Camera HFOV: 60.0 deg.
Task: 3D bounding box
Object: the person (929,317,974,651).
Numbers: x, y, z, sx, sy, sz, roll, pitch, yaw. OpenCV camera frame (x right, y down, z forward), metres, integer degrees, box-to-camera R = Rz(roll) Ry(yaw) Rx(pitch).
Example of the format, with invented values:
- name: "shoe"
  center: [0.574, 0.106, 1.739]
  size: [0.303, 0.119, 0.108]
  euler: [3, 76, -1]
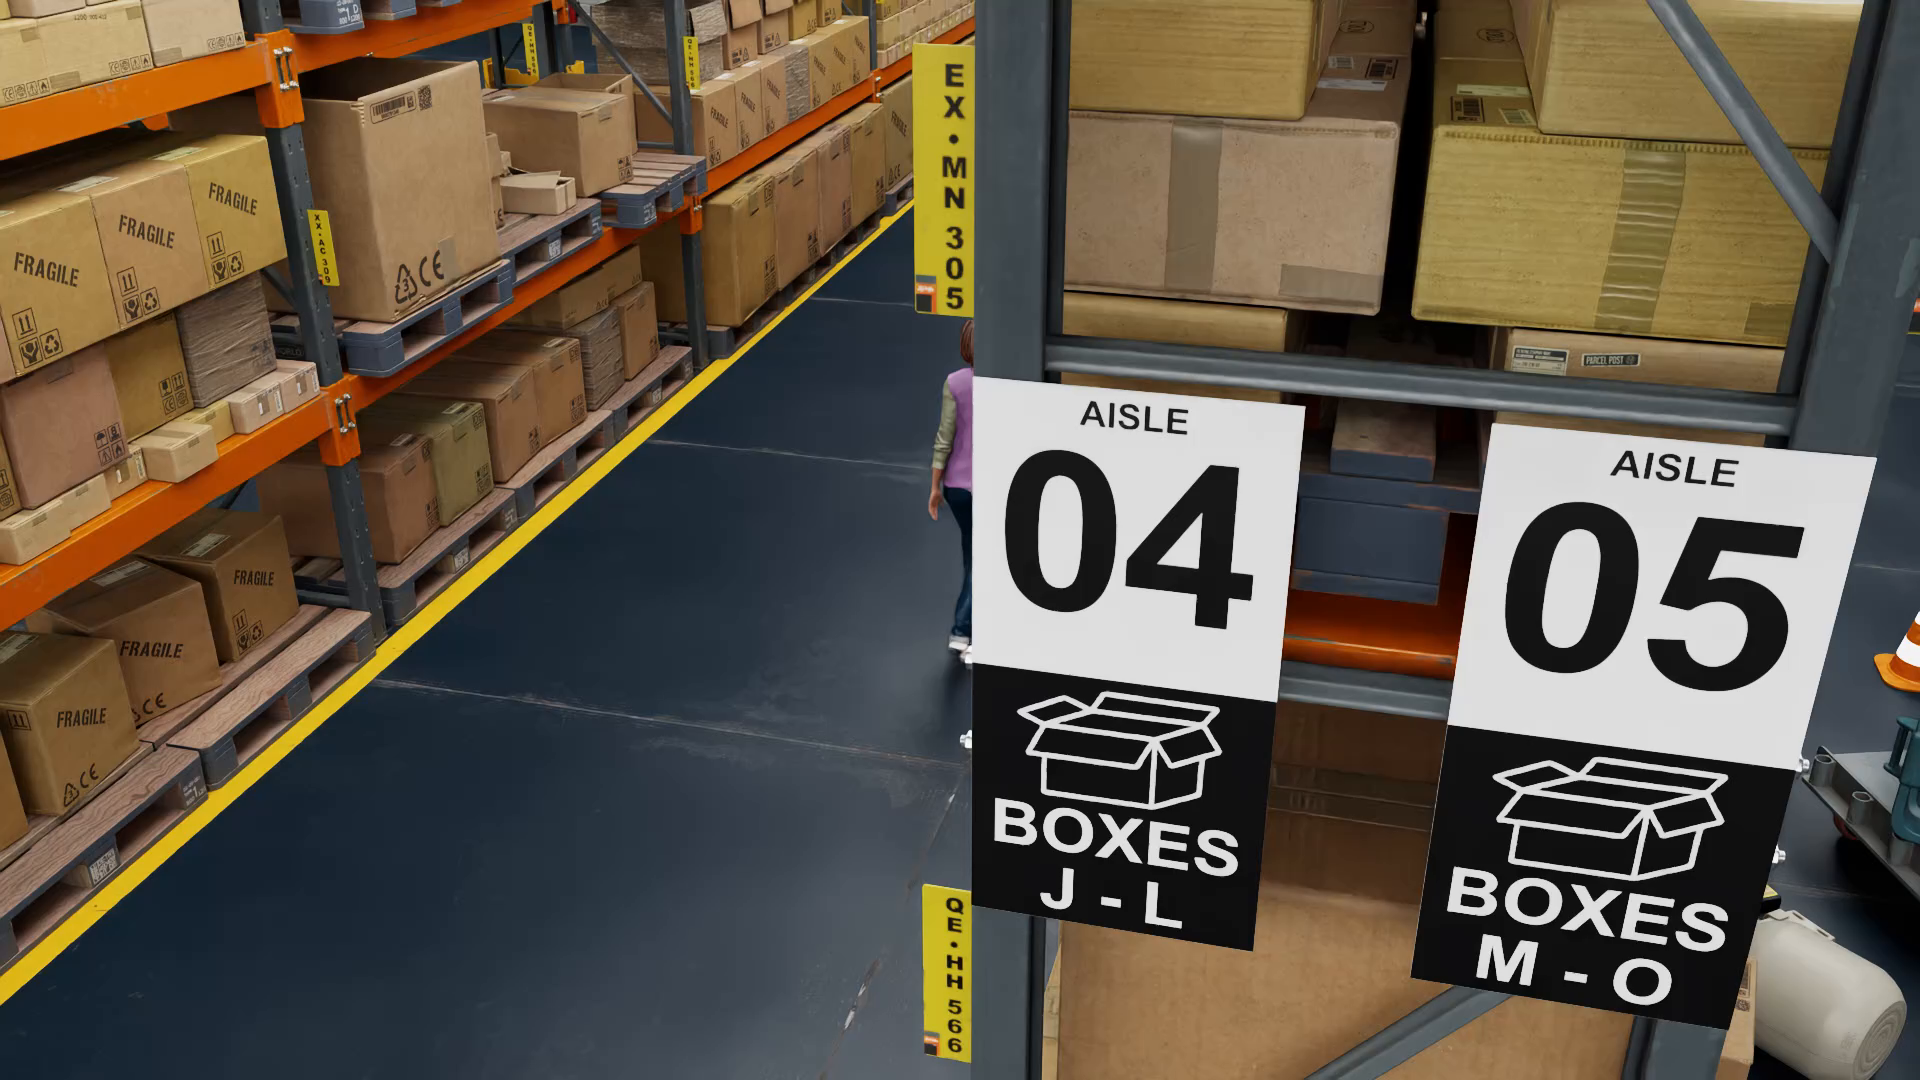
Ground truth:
- name: "person"
  center: [0.087, -0.244, 7.640]
  size: [0.436, 1.550, 0.866]
  euler: [5, 26, 10]
